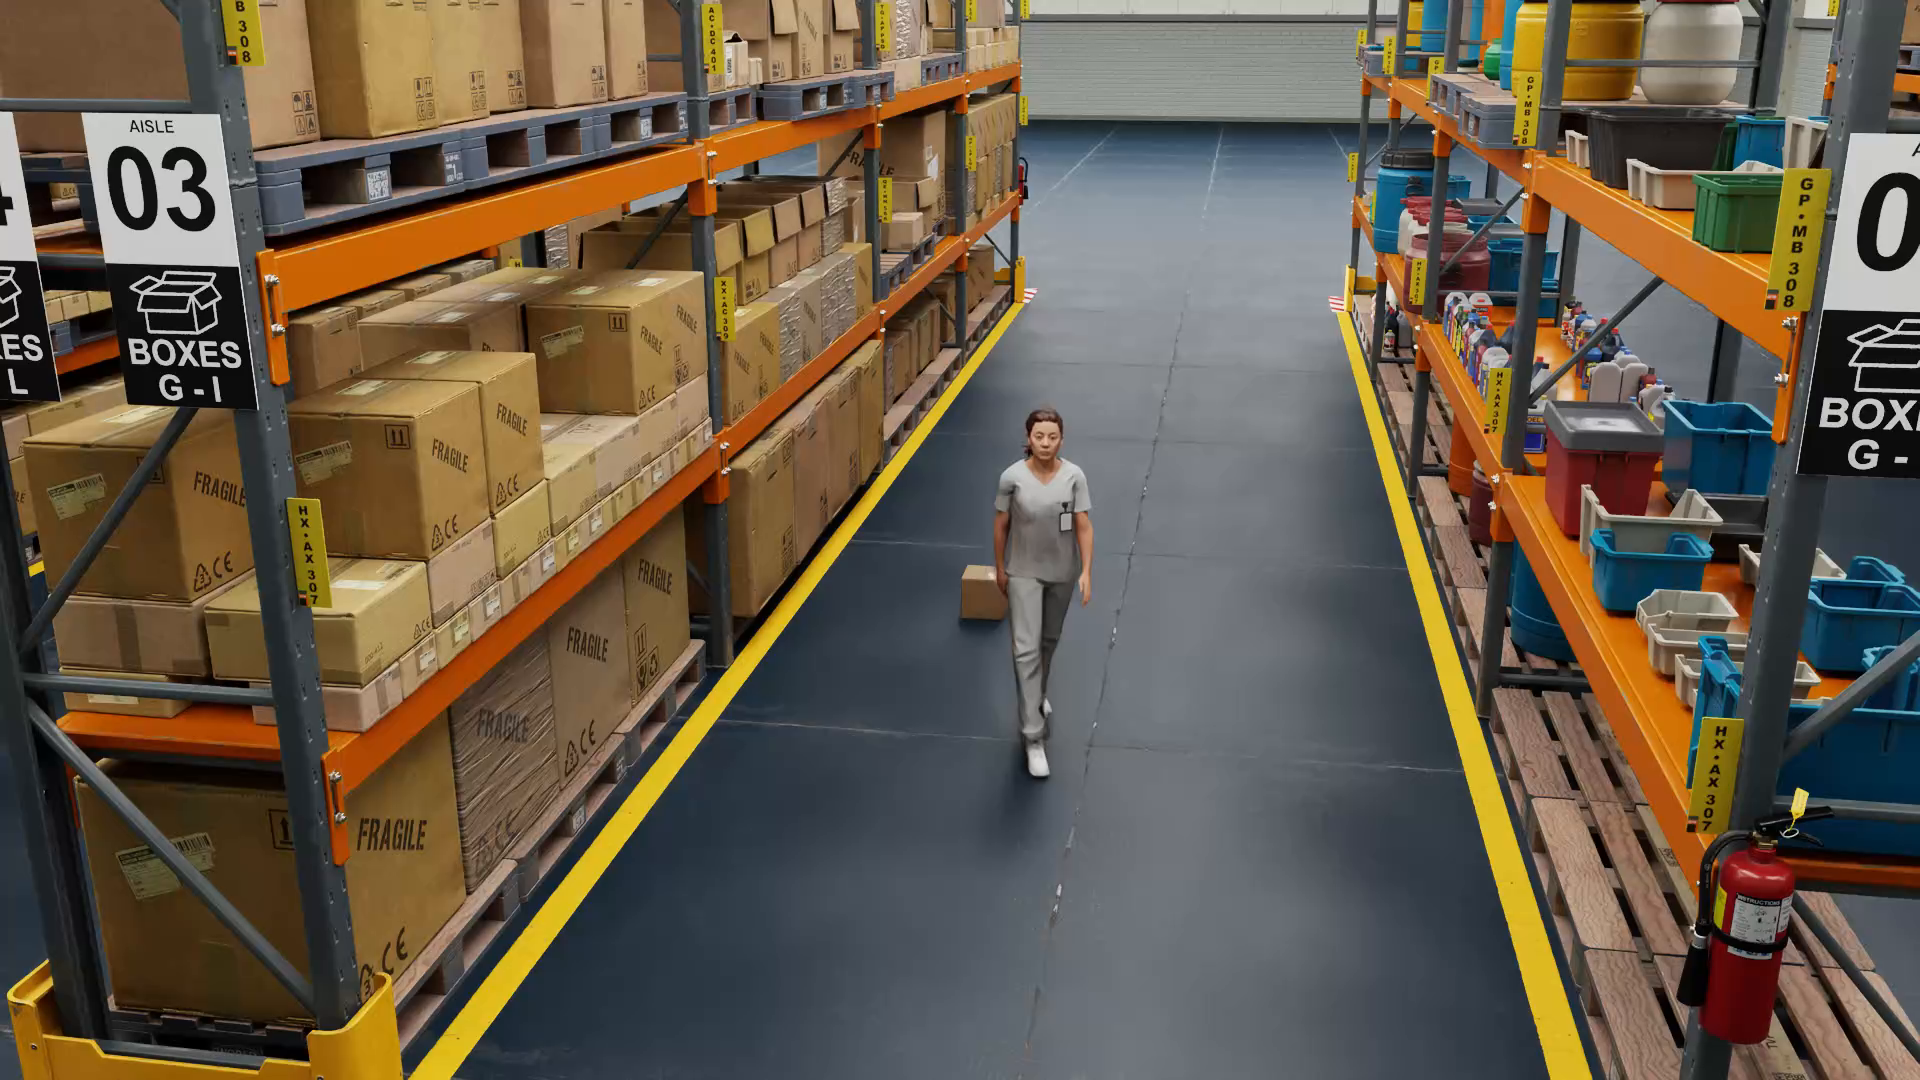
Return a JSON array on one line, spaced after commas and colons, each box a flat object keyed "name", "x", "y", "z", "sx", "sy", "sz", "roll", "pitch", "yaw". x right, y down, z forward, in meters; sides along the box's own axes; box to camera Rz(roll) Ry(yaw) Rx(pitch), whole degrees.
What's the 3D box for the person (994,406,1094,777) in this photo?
[{"name": "person", "x": 0.415, "y": 0.187, "z": 7.943, "sx": 0.456, "sy": 1.638, "sz": 0.932, "roll": -3, "pitch": 18, "yaw": -9}]
